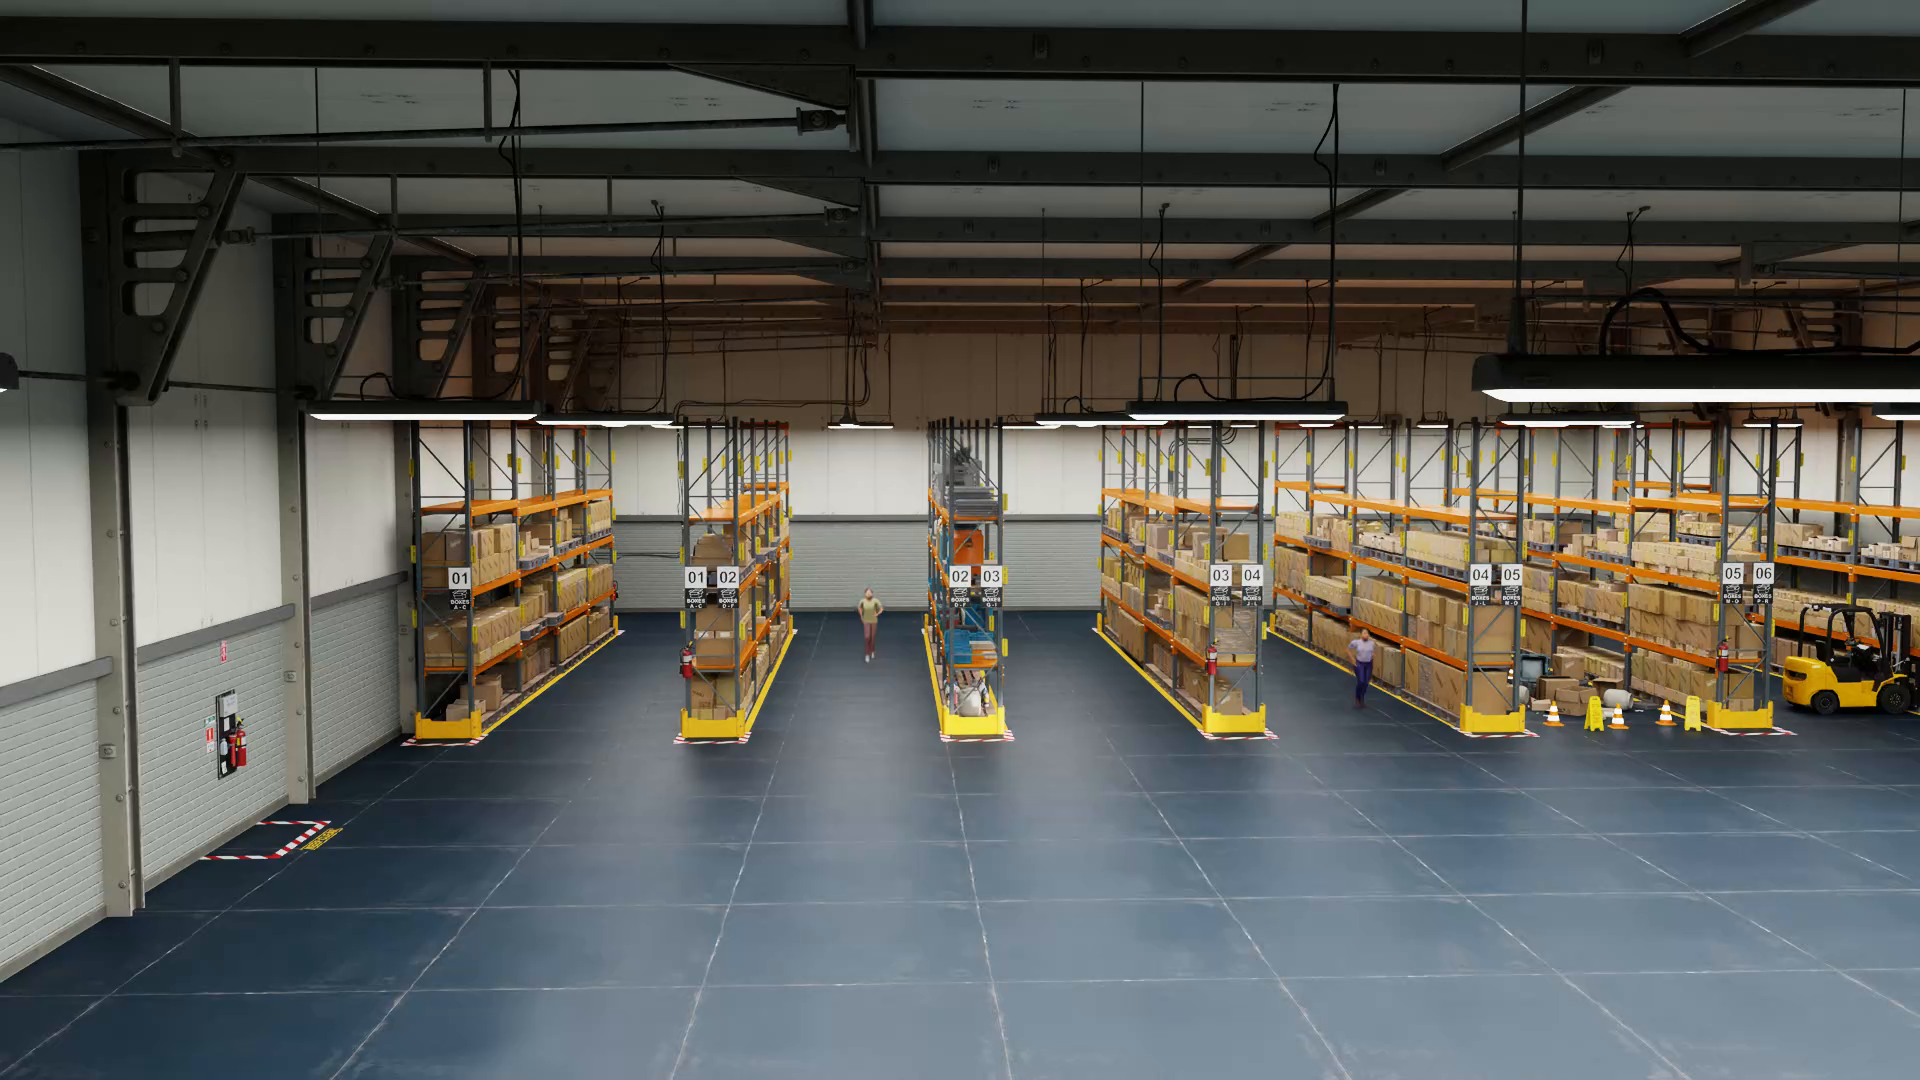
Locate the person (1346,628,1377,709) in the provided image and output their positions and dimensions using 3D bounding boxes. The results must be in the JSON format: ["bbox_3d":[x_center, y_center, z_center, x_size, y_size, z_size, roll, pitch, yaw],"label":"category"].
[{"bbox_3d":[8.376,2.666,34.514,0.579,1.677,0.703,-1,4,-11],"label":"person"}]

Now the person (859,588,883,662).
[{"bbox_3d":[-2.127,2.013,39.809,0.591,1.738,0.730,0,4,3],"label":"person"}]

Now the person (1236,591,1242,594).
[{"bbox_3d":[7.709,1.785,47.322,0.736,1.726,0.619,1,4,20],"label":"person"}]
